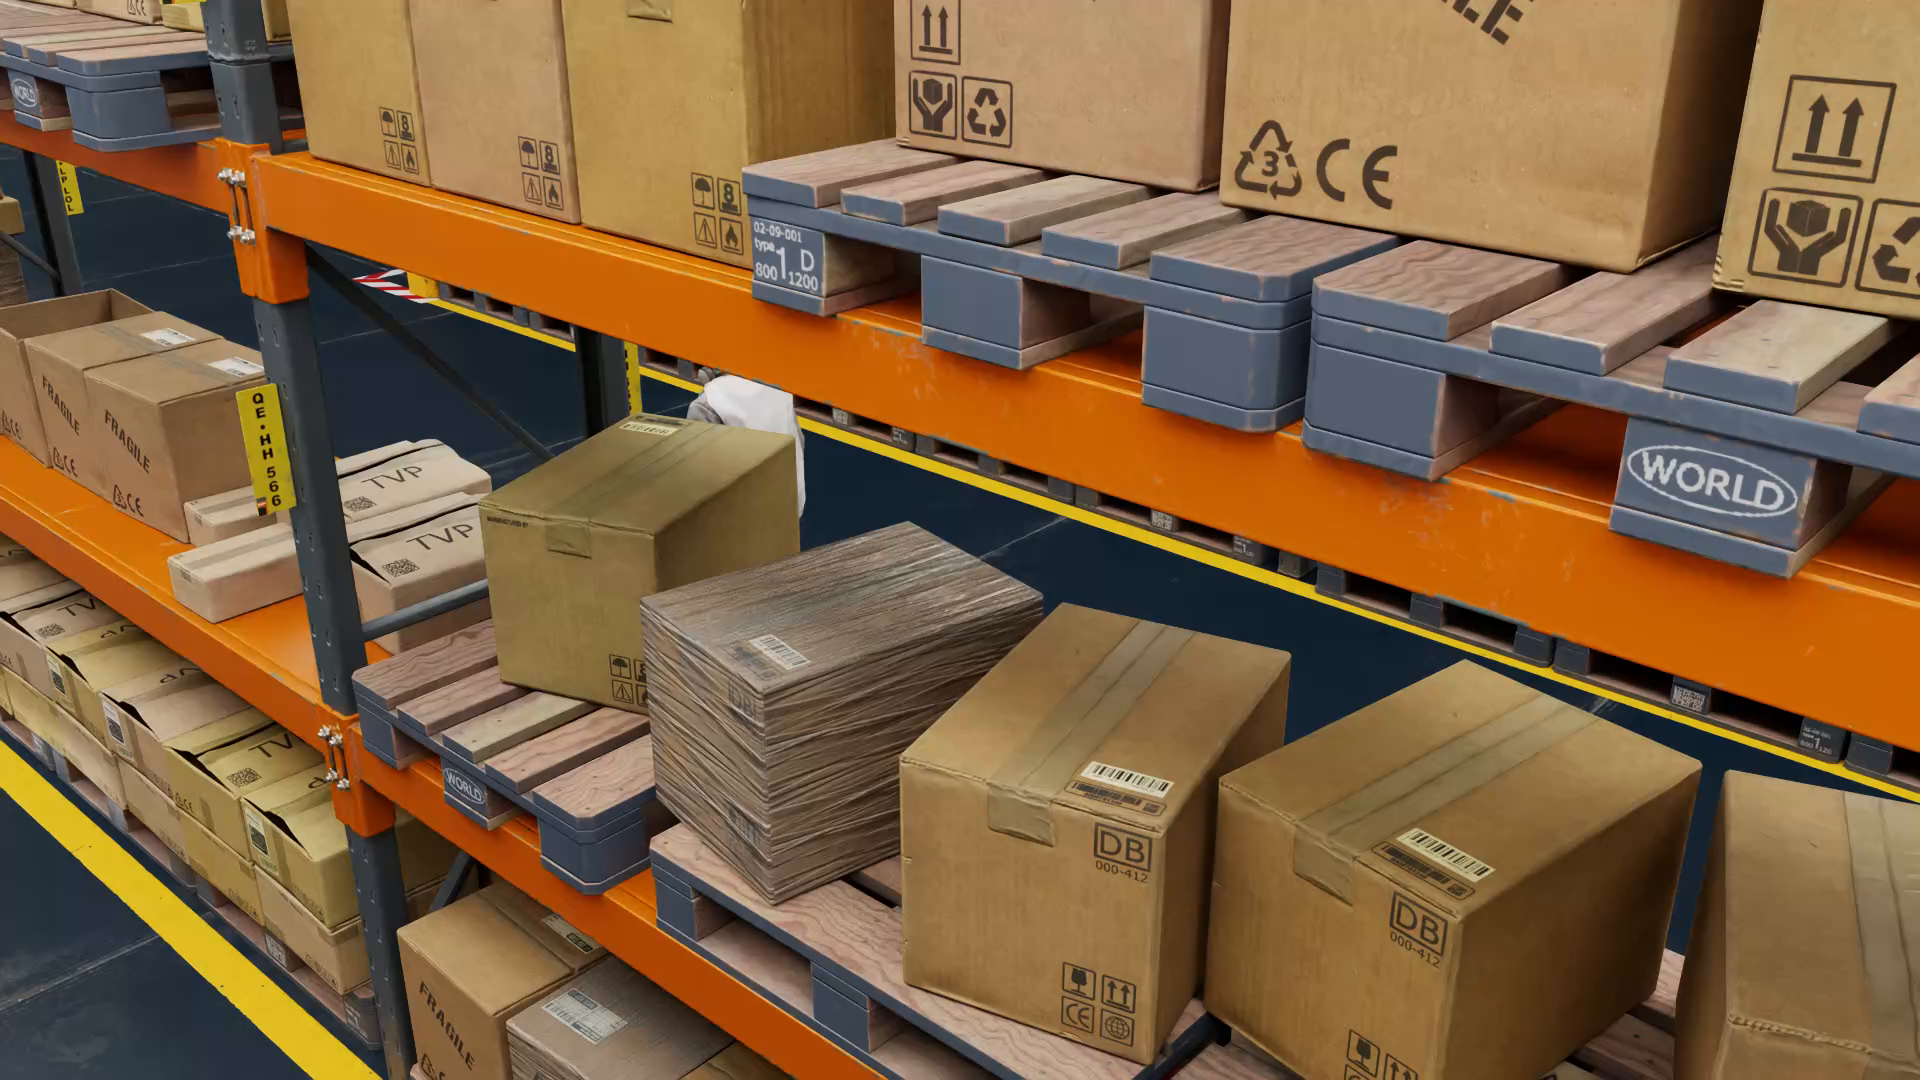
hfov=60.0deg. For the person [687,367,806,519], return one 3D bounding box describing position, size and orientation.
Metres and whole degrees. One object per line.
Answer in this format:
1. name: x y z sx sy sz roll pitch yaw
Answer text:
1. person: -0.879 -0.126 6.854 0.460 1.772 0.580 20 31 38
